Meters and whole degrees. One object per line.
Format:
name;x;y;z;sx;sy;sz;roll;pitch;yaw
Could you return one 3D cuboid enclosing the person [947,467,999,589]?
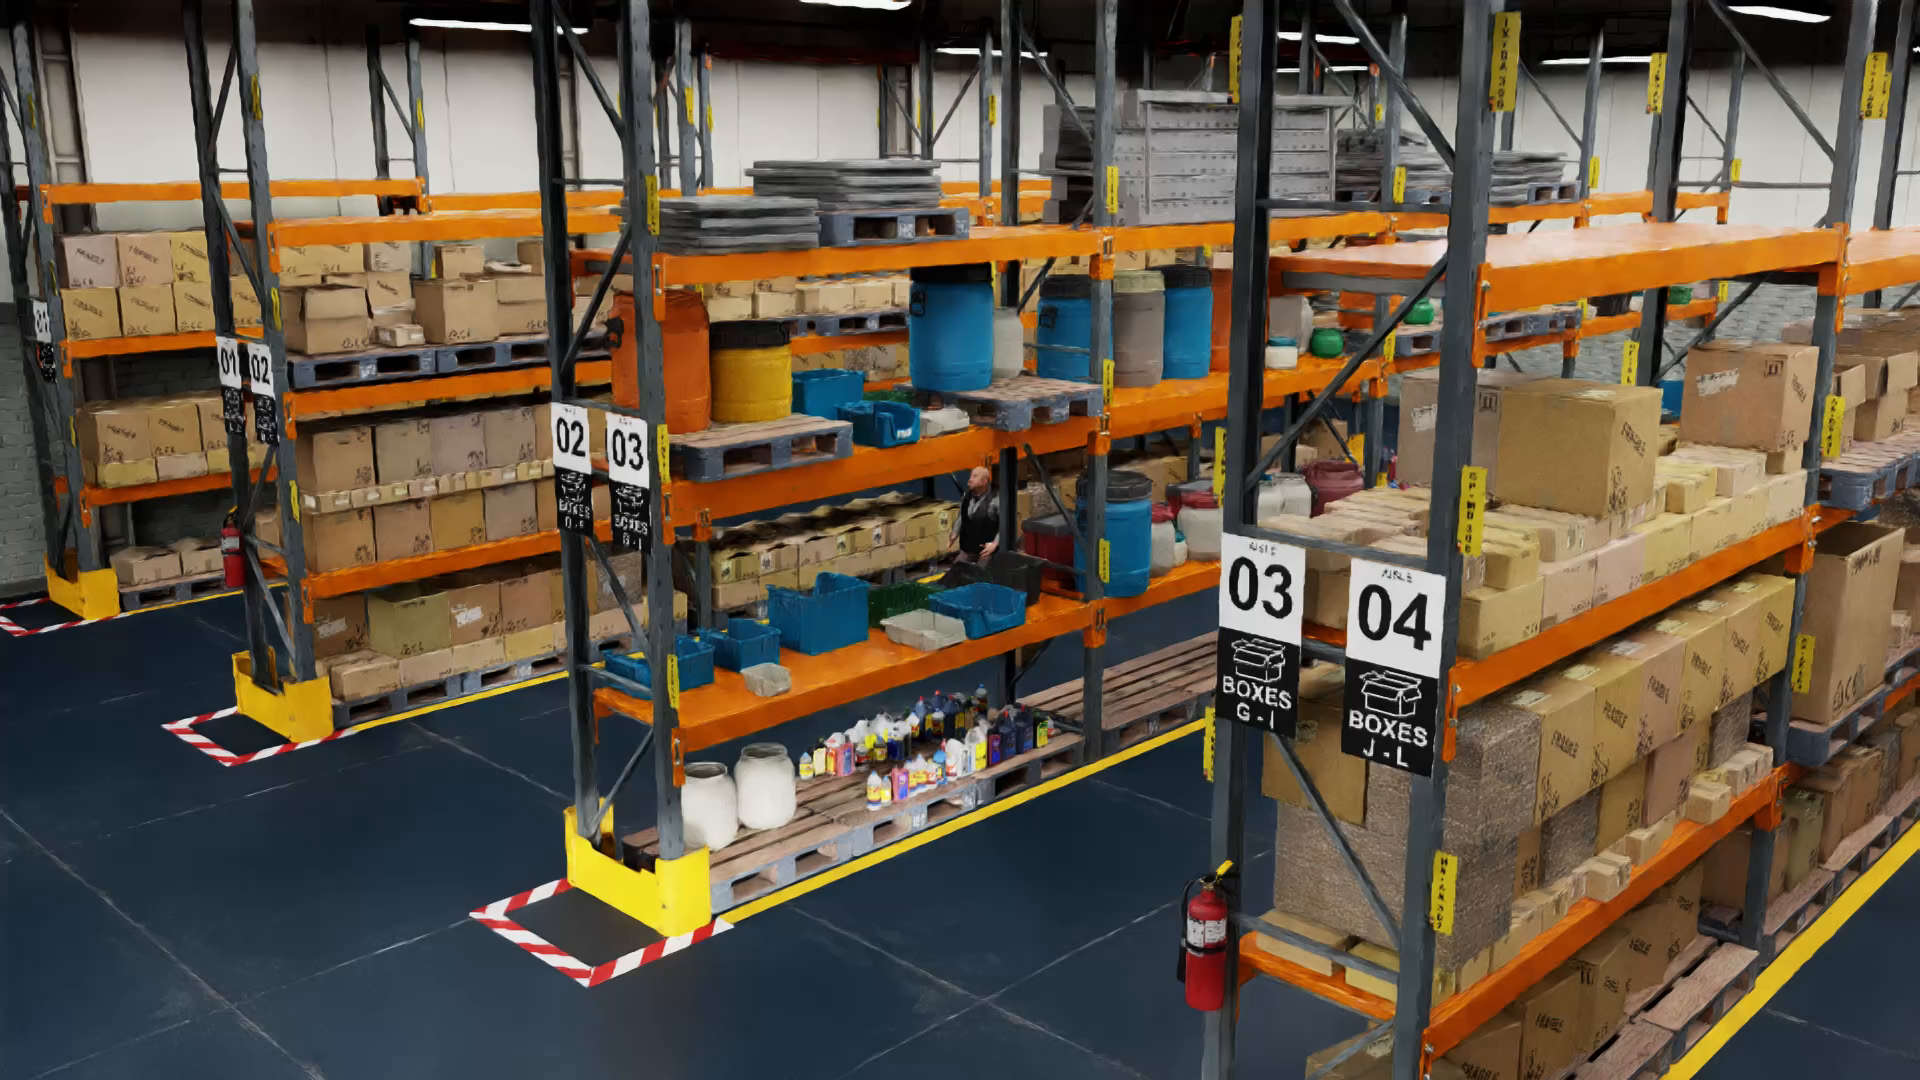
person;0.178;0.139;16.055;0.710;1.689;0.493;8;16;31
